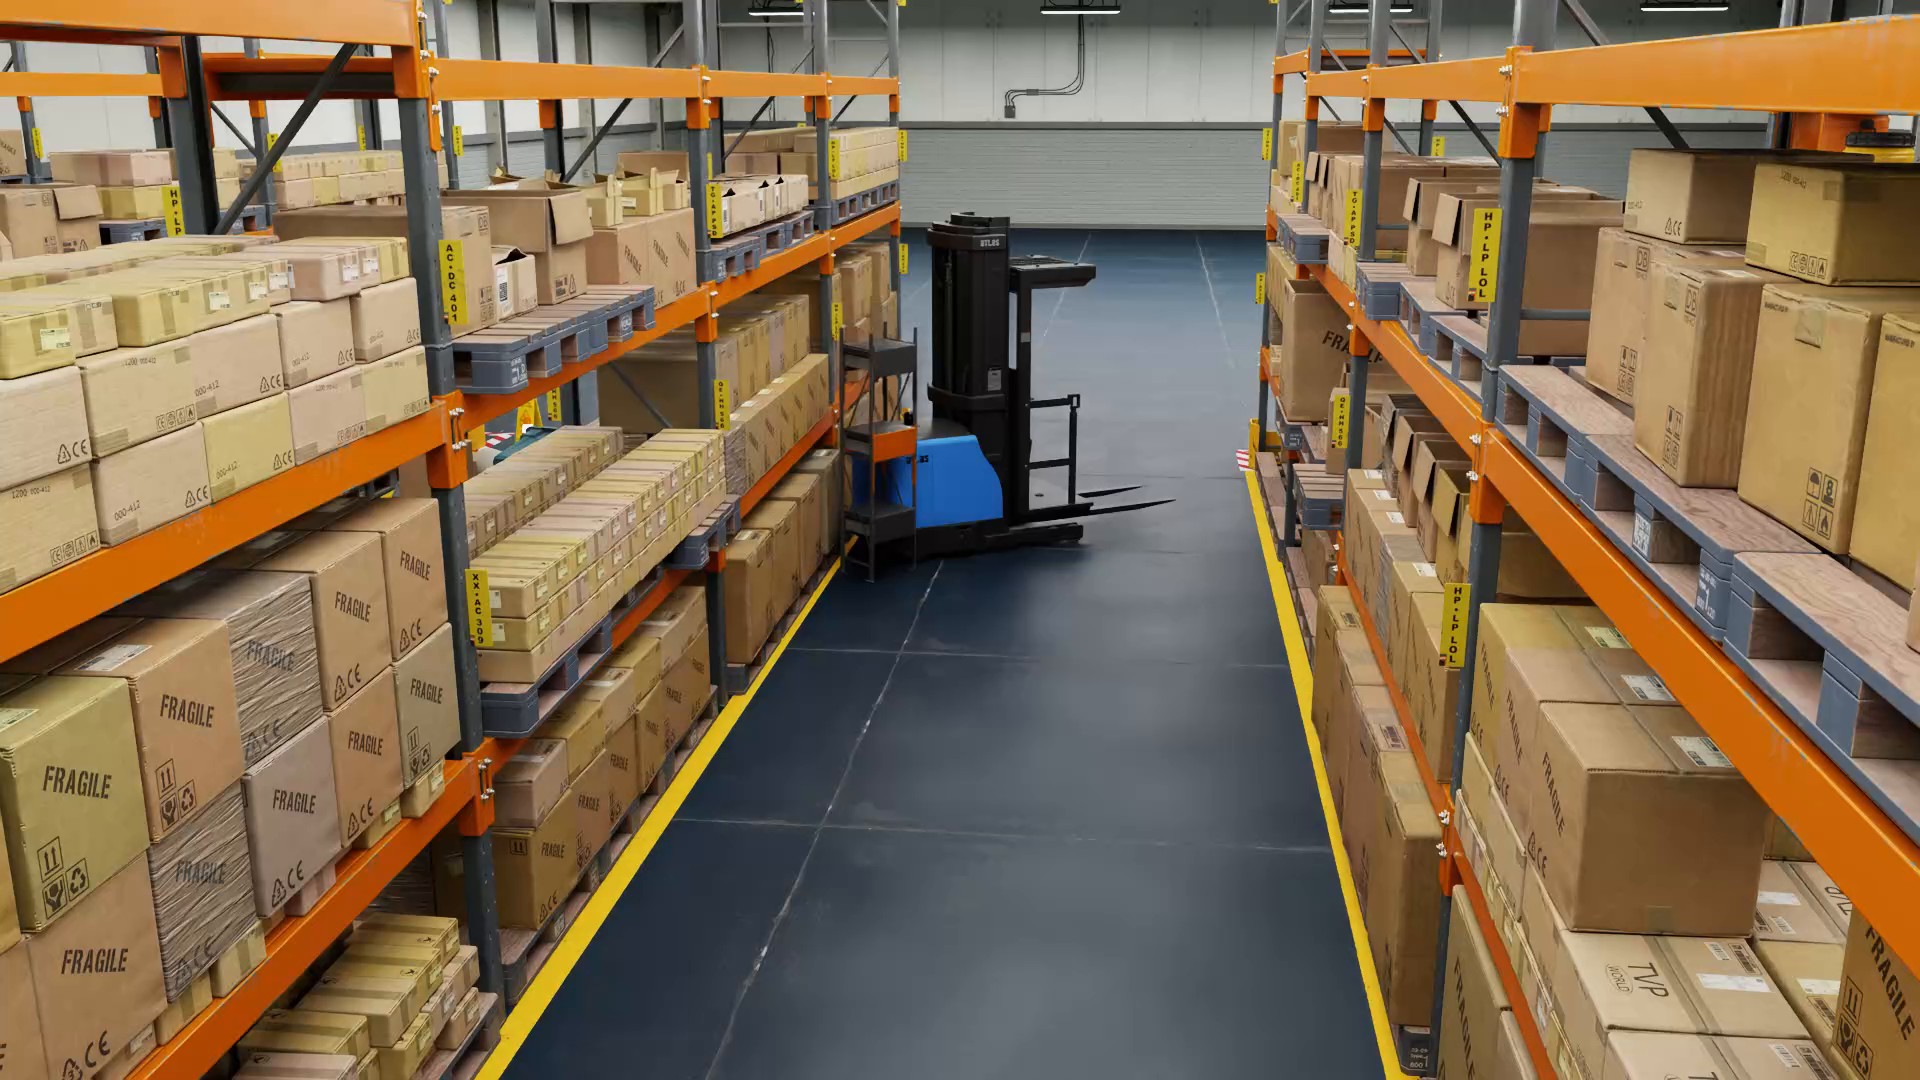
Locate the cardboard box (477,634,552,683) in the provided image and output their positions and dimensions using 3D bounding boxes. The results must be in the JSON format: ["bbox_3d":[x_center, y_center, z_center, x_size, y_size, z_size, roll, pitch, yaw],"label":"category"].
[{"bbox_3d":[-2.012,0.513,7.285,0.380,0.149,0.250,1,15,4],"label":"cardboard box"}]

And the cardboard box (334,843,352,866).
[{"bbox_3d":[-2.421,1.087,5.964,0.380,0.149,0.250,1,15,5],"label":"cardboard box"}]

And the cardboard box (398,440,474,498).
[{"bbox_3d":[-4.769,-0.626,15.157,0.500,0.500,0.500,2,15,6],"label":"cardboard box"}]

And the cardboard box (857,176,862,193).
[{"bbox_3d":[-1.119,-3.318,15.514,0.380,0.149,0.250,1,15,5],"label":"cardboard box"}]

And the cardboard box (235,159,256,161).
[{"bbox_3d":[-6.752,-3.518,15.720,0.380,0.149,0.250,2,15,8],"label":"cardboard box"}]

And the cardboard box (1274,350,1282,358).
[{"bbox_3d":[3.355,-1.810,16.680,0.380,0.149,0.250,2,15,6],"label":"cardboard box"}]

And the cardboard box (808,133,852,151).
[{"bbox_3d":[-1.176,-3.571,14.921,0.380,0.149,0.250,2,15,6],"label":"cardboard box"}]

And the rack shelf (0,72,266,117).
[{"bbox_3d":[-6.767,-3.349,12.539,1.077,0.370,4.000,2,15,6],"label":"rack shelf"}]

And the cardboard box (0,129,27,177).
[{"bbox_3d":[-10.830,-4.320,18.545,0.500,0.500,0.500,2,15,8],"label":"cardboard box"}]

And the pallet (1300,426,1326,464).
[{"bbox_3d":[3.037,-0.605,12.107,1.003,0.211,1.213,2,15,6],"label":"pallet"}]

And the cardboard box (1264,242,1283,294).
[{"bbox_3d":[3.424,-2.797,17.171,0.500,0.500,0.500,2,15,6],"label":"cardboard box"}]

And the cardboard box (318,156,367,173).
[{"bbox_3d":[-6.088,-3.701,16.398,0.380,0.149,0.250,2,15,7],"label":"cardboard box"}]

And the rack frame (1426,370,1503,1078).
[{"bbox_3d":[2.403,0.855,6.342,1.000,3.000,0.127,2,15,6],"label":"rack frame"}]

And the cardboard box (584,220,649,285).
[{"bbox_3d":[-1.978,-1.436,8.875,0.500,0.500,0.500,2,15,6],"label":"cardboard box"}]

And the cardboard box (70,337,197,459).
[{"bbox_3d":[-2.475,-0.400,4.567,0.500,0.250,0.500,1,15,4],"label":"cardboard box"}]

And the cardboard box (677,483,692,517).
[{"bbox_3d":[-1.750,-0.236,9.483,0.380,0.149,0.250,2,15,6],"label":"cardboard box"}]

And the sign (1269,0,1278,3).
[{"bbox_3d":[3.218,-5.658,16.996,0.100,0.325,0.005,2,15,6],"label":"sign"}]

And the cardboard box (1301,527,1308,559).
[{"bbox_3d":[3.215,-0.067,13.697,0.700,0.500,0.500,1,15,2],"label":"cardboard box"}]

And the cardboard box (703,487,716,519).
[{"bbox_3d":[-1.691,-0.230,10.032,0.380,0.149,0.250,2,15,6],"label":"cardboard box"}]

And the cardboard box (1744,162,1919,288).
[{"bbox_3d":[2.190,-0.740,3.871,0.500,0.250,0.500,1,15,4],"label":"cardboard box"}]

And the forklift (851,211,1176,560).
[{"bbox_3d":[0.559,-1.487,15.136,3.031,2.935,1.130,-7,17,-25],"label":"forklift"}]

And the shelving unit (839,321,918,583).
[{"bbox_3d":[-0.682,-0.734,13.907,0.431,2.100,0.503,17,23,42],"label":"shelving unit"}]

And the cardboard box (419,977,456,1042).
[{"bbox_3d":[-2.252,1.874,6.660,0.380,0.149,0.250,1,15,4],"label":"cardboard box"}]

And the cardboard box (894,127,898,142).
[{"bbox_3d":[-0.861,-4.295,17.598,0.380,0.149,0.250,2,15,7],"label":"cardboard box"}]

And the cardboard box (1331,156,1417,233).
[{"bbox_3d":[2.778,-2.312,11.160,0.500,0.500,0.500,2,15,7],"label":"cardboard box"}]

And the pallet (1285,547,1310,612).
[{"bbox_3d":[3.219,0.328,13.632,1.003,0.211,1.213,2,15,6],"label":"pallet"}]

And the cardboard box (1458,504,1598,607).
[{"bbox_3d":[2.467,0.157,6.811,0.797,0.503,0.637,1,15,5],"label":"cardboard box"}]

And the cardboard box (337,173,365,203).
[{"bbox_3d":[-6.101,-3.401,16.051,0.500,0.250,0.500,2,15,7],"label":"cardboard box"}]

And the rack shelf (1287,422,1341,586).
[{"bbox_3d":[3.080,-0.354,12.191,1.077,0.370,4.000,2,15,6],"label":"rack shelf"}]

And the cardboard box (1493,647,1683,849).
[{"bbox_3d":[2.032,0.666,5.322,0.500,0.500,0.500,2,15,6],"label":"cardboard box"}]

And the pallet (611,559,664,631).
[{"bbox_3d":[-2.245,0.252,8.937,1.003,0.211,1.213,2,15,6],"label":"pallet"}]

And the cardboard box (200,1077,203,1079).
[{"bbox_3d":[-2.945,1.921,5.917,0.380,0.149,0.250,2,15,7],"label":"cardboard box"}]

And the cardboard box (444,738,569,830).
[{"bbox_3d":[-2.168,1.141,7.832,0.500,0.250,0.500,1,15,4],"label":"cardboard box"}]

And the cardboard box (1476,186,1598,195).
[{"bbox_3d":[2.847,-1.495,8.289,0.500,0.500,0.500,3,15,9],"label":"cardboard box"}]

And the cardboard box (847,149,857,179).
[{"bbox_3d":[-1.222,-3.412,15.096,0.500,0.250,0.500,2,15,6],"label":"cardboard box"}]

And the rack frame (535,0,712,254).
[{"bbox_3d":[-2.063,-3.251,10.032,1.000,3.000,0.127,2,15,6],"label":"rack frame"}]

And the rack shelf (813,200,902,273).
[{"bbox_3d":[-1.386,-3.012,16.273,1.077,0.370,4.000,2,15,6],"label":"rack shelf"}]

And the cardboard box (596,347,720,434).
[{"bbox_3d":[-2.002,-1.002,11.102,0.700,0.500,0.500,2,15,6],"label":"cardboard box"}]

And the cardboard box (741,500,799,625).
[{"bbox_3d":[-1.809,0.146,12.468,1.050,0.750,0.750,2,15,7],"label":"cardboard box"}]

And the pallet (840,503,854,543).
[{"bbox_3d":[-1.448,-0.241,15.737,1.003,0.211,1.213,2,15,6],"label":"pallet"}]

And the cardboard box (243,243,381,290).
[{"bbox_3d":[-2.297,-0.969,5.905,0.380,0.149,0.250,2,15,8],"label":"cardboard box"}]

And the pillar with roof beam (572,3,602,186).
[{"bbox_3d":[-5.011,-11.534,40.667,9.100,9.000,0.548,2,15,6],"label":"pillar with roof beam"}]

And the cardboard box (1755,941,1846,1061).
[{"bbox_3d":[2.440,1.304,4.399,0.500,0.250,0.500,1,15,5],"label":"cardboard box"}]

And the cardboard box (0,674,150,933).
[{"bbox_3d":[-2.519,0.672,4.343,0.500,0.500,0.500,1,15,5],"label":"cardboard box"}]

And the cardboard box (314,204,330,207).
[{"bbox_3d":[-6.191,-3.110,15.739,0.380,0.149,0.250,2,15,8],"label":"cardboard box"}]

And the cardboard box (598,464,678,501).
[{"bbox_3d":[-1.782,-0.318,9.217,0.380,0.149,0.250,2,15,6],"label":"cardboard box"}]

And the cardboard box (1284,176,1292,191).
[{"bbox_3d":[3.316,-3.424,15.945,0.380,0.149,0.250,1,15,4],"label":"cardboard box"}]

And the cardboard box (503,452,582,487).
[{"bbox_3d":[-2.397,-0.407,9.547,0.380,0.149,0.250,1,15,4],"label":"cardboard box"}]

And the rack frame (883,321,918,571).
[{"bbox_3d":[-0.509,-0.781,14.073,0.400,2.100,0.015,17,23,42],"label":"rack frame"}]

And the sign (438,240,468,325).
[{"bbox_3d":[-1.974,-1.001,6.468,0.100,0.325,0.005,2,15,6],"label":"sign"}]

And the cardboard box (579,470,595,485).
[{"bbox_3d":[-2.372,-0.321,9.796,0.380,0.149,0.250,1,15,5],"label":"cardboard box"}]

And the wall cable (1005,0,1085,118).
[{"bbox_3d":[2.466,-15.300,48.079,2.305,6.003,0.169,2,15,6],"label":"wall cable"}]

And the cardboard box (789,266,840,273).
[{"bbox_3d":[-1.589,-2.227,15.382,0.875,0.550,0.550,2,15,6],"label":"cardboard box"}]
